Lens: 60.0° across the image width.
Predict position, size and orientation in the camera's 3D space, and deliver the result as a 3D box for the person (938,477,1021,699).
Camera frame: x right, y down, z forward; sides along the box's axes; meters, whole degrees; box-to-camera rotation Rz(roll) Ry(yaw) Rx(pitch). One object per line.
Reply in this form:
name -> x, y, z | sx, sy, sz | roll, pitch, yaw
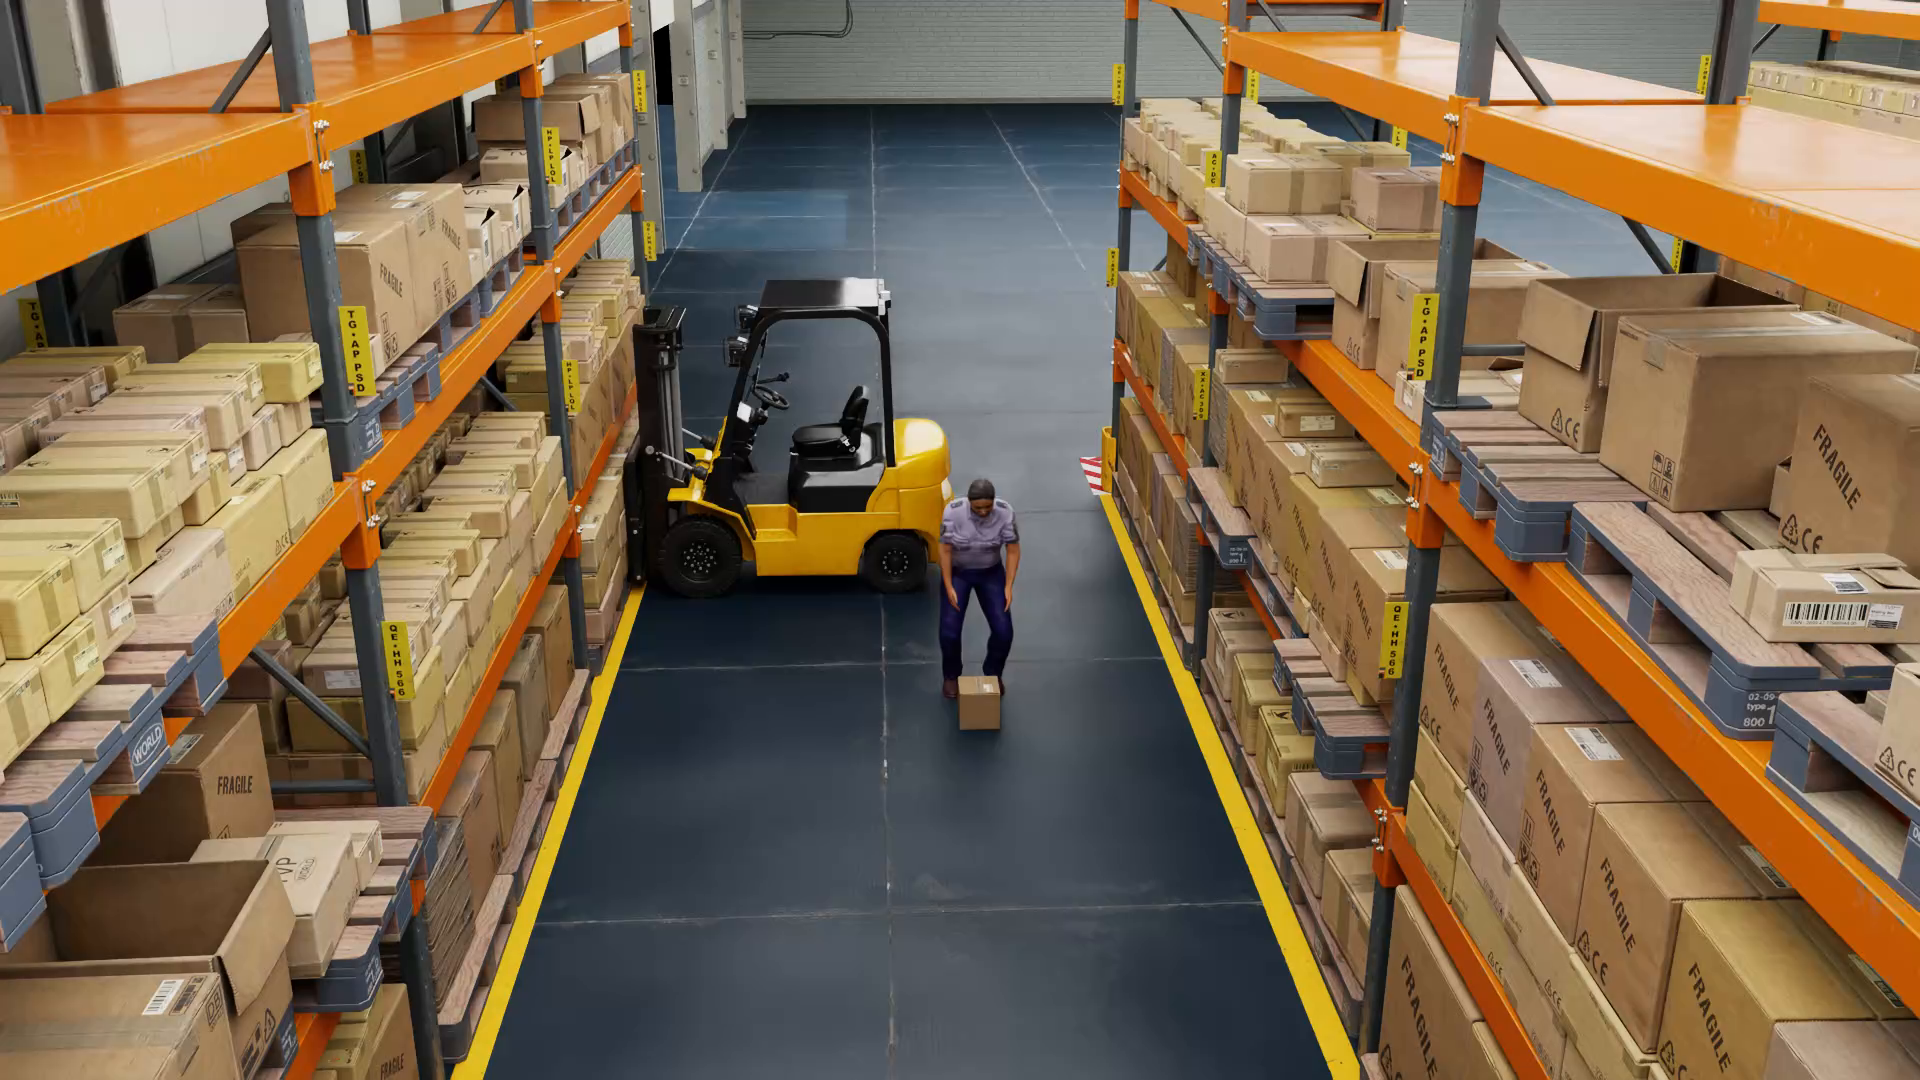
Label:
person -> 0.121, 0.272, 10.587 | 0.522, 1.511, 0.529 | -1, 21, -2
